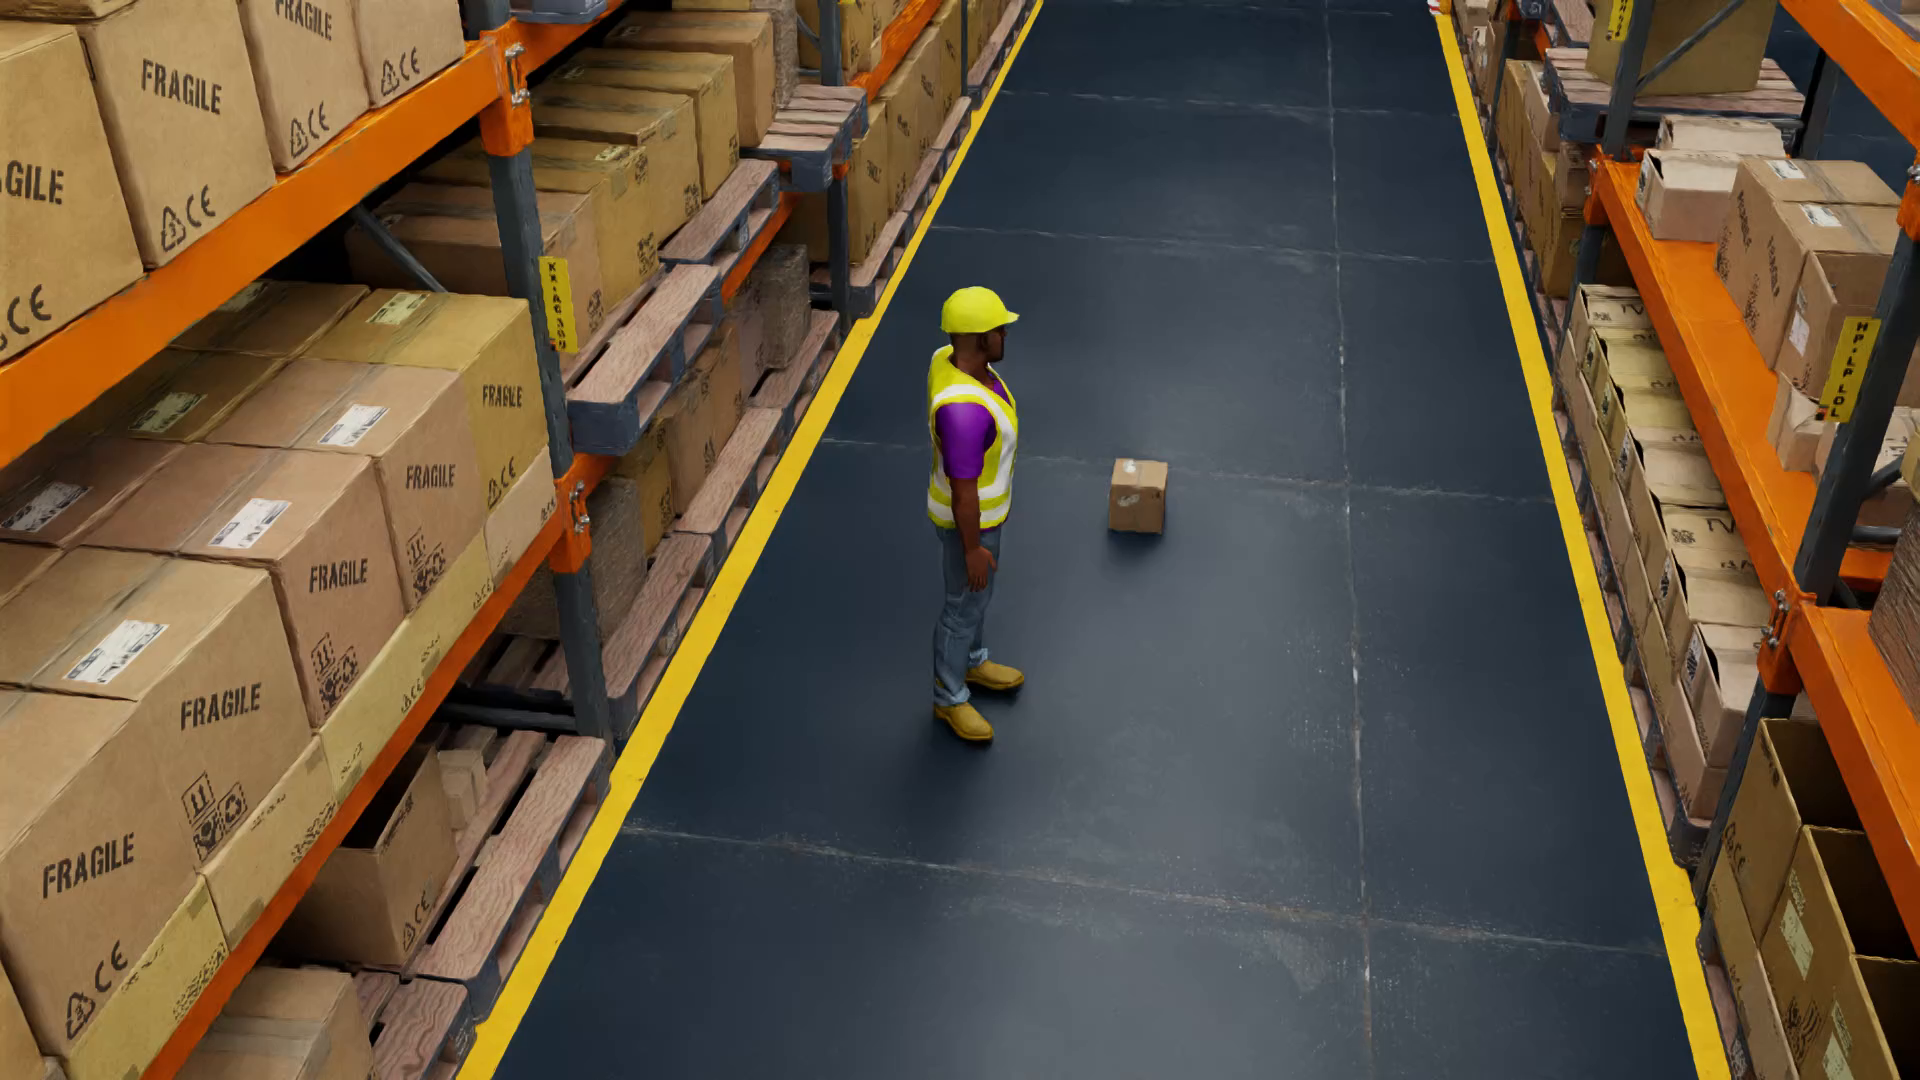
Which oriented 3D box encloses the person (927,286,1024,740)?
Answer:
[{"bbox_3d":[0.064,-0.117,6.247,0.386,1.773,0.644,2,32,3],"label":"person"}]
